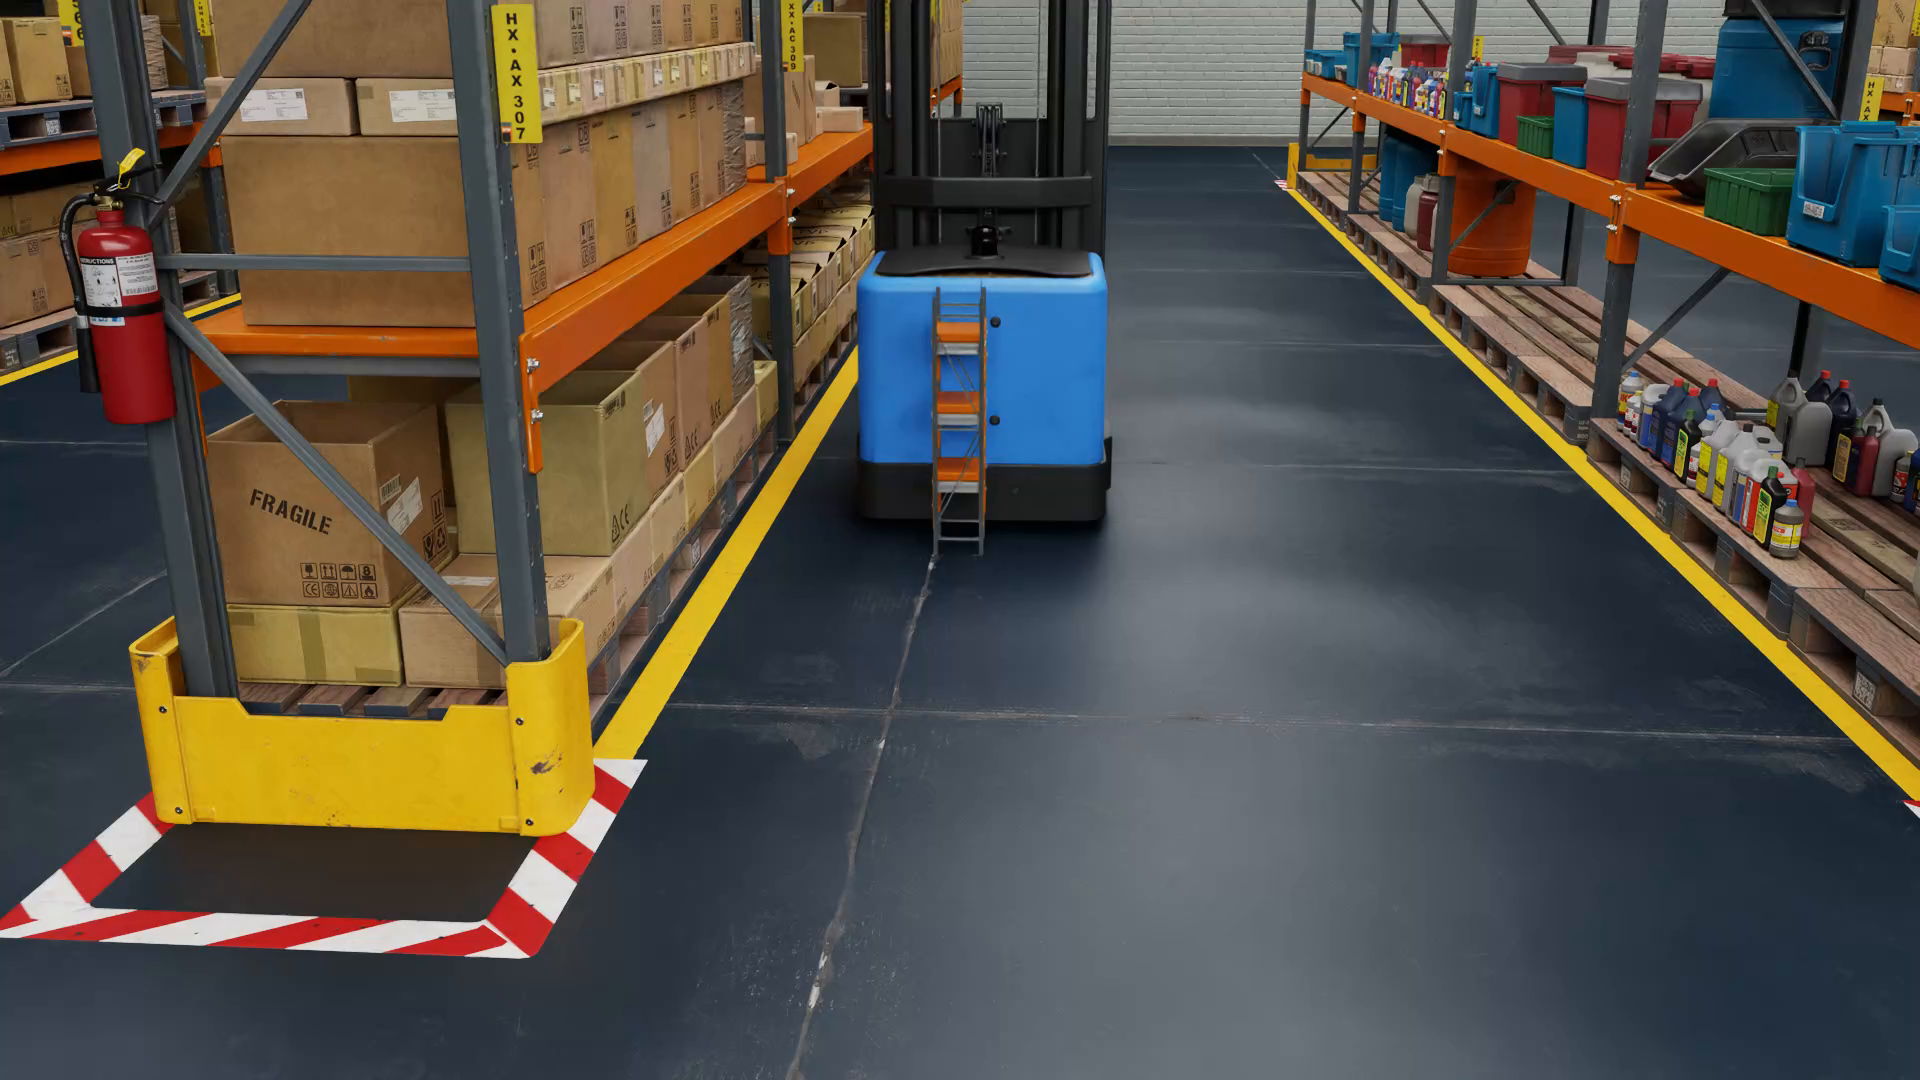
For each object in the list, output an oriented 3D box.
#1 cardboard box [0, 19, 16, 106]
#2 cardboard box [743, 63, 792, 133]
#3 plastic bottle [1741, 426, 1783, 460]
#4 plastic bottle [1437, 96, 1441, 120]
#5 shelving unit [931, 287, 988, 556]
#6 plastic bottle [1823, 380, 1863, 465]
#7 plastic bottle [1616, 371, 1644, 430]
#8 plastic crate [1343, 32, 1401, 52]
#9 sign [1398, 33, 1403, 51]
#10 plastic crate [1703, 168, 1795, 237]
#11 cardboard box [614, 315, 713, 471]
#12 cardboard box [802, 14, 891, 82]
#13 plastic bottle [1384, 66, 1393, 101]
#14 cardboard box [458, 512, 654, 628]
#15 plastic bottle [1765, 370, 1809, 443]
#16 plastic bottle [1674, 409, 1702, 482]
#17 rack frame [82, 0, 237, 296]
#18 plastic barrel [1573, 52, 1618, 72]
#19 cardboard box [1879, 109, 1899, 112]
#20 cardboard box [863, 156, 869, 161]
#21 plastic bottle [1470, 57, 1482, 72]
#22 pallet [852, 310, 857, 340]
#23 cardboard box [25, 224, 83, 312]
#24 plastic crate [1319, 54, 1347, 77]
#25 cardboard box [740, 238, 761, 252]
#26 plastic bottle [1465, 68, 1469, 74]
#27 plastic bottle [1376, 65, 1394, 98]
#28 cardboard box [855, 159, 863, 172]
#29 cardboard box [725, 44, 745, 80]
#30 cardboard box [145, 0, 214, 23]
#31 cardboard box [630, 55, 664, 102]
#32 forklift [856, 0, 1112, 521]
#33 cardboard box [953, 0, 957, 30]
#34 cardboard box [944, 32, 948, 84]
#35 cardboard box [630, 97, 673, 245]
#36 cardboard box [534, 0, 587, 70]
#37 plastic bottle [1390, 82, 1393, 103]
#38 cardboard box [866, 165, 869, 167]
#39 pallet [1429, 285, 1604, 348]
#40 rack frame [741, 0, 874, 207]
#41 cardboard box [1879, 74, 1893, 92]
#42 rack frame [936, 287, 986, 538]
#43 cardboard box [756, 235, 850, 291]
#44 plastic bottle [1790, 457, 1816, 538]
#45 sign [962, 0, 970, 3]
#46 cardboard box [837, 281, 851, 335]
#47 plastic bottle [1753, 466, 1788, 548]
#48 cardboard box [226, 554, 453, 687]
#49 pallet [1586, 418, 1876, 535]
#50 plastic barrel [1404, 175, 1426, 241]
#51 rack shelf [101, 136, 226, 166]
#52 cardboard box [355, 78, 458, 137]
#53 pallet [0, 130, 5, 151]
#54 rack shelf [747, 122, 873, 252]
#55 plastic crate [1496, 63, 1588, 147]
[{"bbox_3d":[-6.152,-2.843,9.915,0.700,0.500,0.500,4,19,11],"label":"cardboard box"},{"bbox_3d":[-1.235,-2.391,9.241,0.500,0.500,0.500,3,18,8],"label":"cardboard box"},{"bbox_3d":[3.230,-0.317,6.740,0.152,0.276,0.135,1,18,4],"label":"plastic bottle"},{"bbox_3d":[3.513,-3.148,12.032,0.097,0.201,0.097,0,18,0],"label":"plastic bottle"},{"bbox_3d":[-0.002,-0.473,6.680,0.215,1.050,0.252,1,18,2],"label":"shelving unit"},{"bbox_3d":[3.824,-0.514,7.221,0.144,0.351,0.185,0,18,1],"label":"plastic bottle"},{"bbox_3d":[3.136,-0.653,7.773,0.097,0.271,0.097,0,18,0],"label":"plastic bottle"},{"bbox_3d":[4.619,-5.494,18.718,0.616,0.435,0.499,1,18,4],"label":"plastic crate"},{"bbox_3d":[5.006,-5.627,19.016,0.100,0.325,0.005,1,18,4],"label":"sign"},{"bbox_3d":[3.217,-1.313,6.455,0.450,0.188,0.662,1,18,4],"label":"plastic crate"},{"bbox_3d":[-1.261,-0.576,6.399,0.500,0.500,0.500,1,18,4],"label":"cardboard box"},{"bbox_3d":[-0.869,-3.909,13.199,0.700,0.500,0.500,5,19,14],"label":"cardboard box"},{"bbox_3d":[3.654,-3.878,14.130,0.061,0.283,0.133,1,18,4],"label":"plastic bottle"},{"bbox_3d":[-1.339,0.091,5.569,0.500,0.250,0.500,1,18,4],"label":"cardboard box"},{"bbox_3d":[3.694,-0.577,7.413,0.144,0.351,0.185,1,18,4],"label":"plastic bottle"},{"bbox_3d":[3.057,-0.397,6.974,0.061,0.283,0.133,2,18,6],"label":"plastic bottle"},{"bbox_3d":[-5.999,-3.293,12.155,1.000,3.000,0.127,1,18,4],"label":"rack frame"},{"bbox_3d":[4.022,-2.801,10.473,0.421,0.512,0.421,0,18,0],"label":"plastic barrel"},{"bbox_3d":[9.301,-3.876,16.673,0.875,0.875,0.875,1,18,4],"label":"cardboard box"},{"bbox_3d":[-1.048,-3.302,15.492,0.500,0.500,0.500,0,18,1],"label":"cardboard box"},{"bbox_3d":[4.417,-3.941,14.211,0.144,0.351,0.185,1,18,4],"label":"plastic bottle"},{"bbox_3d":[-1.155,-1.604,11.478,1.003,0.211,1.213,1,18,4],"label":"pallet"},{"bbox_3d":[-6.159,-1.777,10.837,0.700,0.500,0.500,1,18,4],"label":"cardboard box"},{"bbox_3d":[4.016,-5.027,17.620,0.416,0.233,0.300,1,18,4],"label":"plastic crate"},{"bbox_3d":[-1.492,-1.705,10.151,0.500,0.311,0.500,1,18,3],"label":"cardboard box"},{"bbox_3d":[4.276,-3.850,14.063,0.097,0.271,0.097,0,18,0],"label":"plastic bottle"},{"bbox_3d":[3.730,-4.006,14.532,0.152,0.276,0.135,1,18,4],"label":"plastic bottle"},{"bbox_3d":[-1.120,-3.348,14.427,0.500,0.250,0.500,1,18,4],"label":"cardboard box"},{"bbox_3d":[-1.170,-2.131,7.407,0.380,0.149,0.250,1,18,3],"label":"cardboard box"},{"bbox_3d":[-5.707,-3.992,12.414,0.500,0.250,0.500,2,18,5],"label":"cardboard box"},{"bbox_3d":[-1.277,-1.649,5.936,0.380,0.149,0.250,1,18,4],"label":"cardboard box"},{"bbox_3d":[0.152,-1.878,7.948,1.130,2.935,3.031,1,18,2],"label":"forklift"},{"bbox_3d":[-0.310,-5.728,17.822,0.500,0.500,0.500,2,18,5],"label":"cardboard box"},{"bbox_3d":[-0.391,-4.940,17.021,0.500,0.500,0.500,1,18,4],"label":"cardboard box"},{"bbox_3d":[-1.477,-1.372,6.132,0.700,0.500,0.500,2,18,6],"label":"cardboard box"},{"bbox_3d":[-1.549,-1.688,5.012,0.700,0.500,0.500,1,18,2],"label":"cardboard box"},{"bbox_3d":[3.654,-3.761,13.904,0.097,0.201,0.097,0,18,0],"label":"plastic bottle"},{"bbox_3d":[-0.564,-3.134,14.978,0.500,0.500,0.500,1,18,4],"label":"cardboard box"},{"bbox_3d":[3.789,-1.507,11.183,1.003,0.211,1.213,1,18,4],"label":"pallet"},{"bbox_3d":[-1.058,-3.184,11.821,1.000,3.000,0.127,1,18,4],"label":"rack frame"},{"bbox_3d":[8.823,-4.266,15.529,0.380,0.149,0.250,2,18,5],"label":"cardboard box"},{"bbox_3d":[0.004,-0.511,6.796,0.200,1.050,0.008,1,18,2],"label":"rack frame"},{"bbox_3d":[-0.957,-1.701,10.138,0.500,0.311,0.500,2,18,5],"label":"cardboard box"},{"bbox_3d":[3.155,-0.161,6.253,0.061,0.283,0.133,1,18,4],"label":"plastic bottle"},{"bbox_3d":[0.068,-6.350,19.118,0.100,0.325,0.005,1,18,4],"label":"sign"},{"bbox_3d":[-0.958,-1.432,10.216,0.500,0.250,0.500,2,18,5],"label":"cardboard box"},{"bbox_3d":[2.994,-0.122,6.135,0.061,0.283,0.133,2,18,5],"label":"plastic bottle"},{"bbox_3d":[-1.887,0.235,5.130,0.500,0.250,0.500,1,18,4],"label":"cardboard box"},{"bbox_3d":[3.506,-0.297,7.490,1.003,0.211,1.213,1,18,4],"label":"pallet"},{"bbox_3d":[3.933,-2.770,13.879,0.421,0.512,0.421,0,18,0],"label":"plastic barrel"},{"bbox_3d":[-5.855,-3.572,14.163,1.077,0.370,4.000,1,18,4],"label":"rack shelf"},{"bbox_3d":[-1.388,-1.172,4.479,0.380,0.149,0.250,1,18,4],"label":"cardboard box"},{"bbox_3d":[-6.086,-2.194,9.108,1.003,0.211,1.213,1,18,4],"label":"pallet"},{"bbox_3d":[-1.201,-2.221,10.038,1.077,0.370,4.000,1,18,4],"label":"rack shelf"},{"bbox_3d":[3.462,-2.607,9.960,0.402,0.464,0.583,1,18,4],"label":"plastic crate"}]
